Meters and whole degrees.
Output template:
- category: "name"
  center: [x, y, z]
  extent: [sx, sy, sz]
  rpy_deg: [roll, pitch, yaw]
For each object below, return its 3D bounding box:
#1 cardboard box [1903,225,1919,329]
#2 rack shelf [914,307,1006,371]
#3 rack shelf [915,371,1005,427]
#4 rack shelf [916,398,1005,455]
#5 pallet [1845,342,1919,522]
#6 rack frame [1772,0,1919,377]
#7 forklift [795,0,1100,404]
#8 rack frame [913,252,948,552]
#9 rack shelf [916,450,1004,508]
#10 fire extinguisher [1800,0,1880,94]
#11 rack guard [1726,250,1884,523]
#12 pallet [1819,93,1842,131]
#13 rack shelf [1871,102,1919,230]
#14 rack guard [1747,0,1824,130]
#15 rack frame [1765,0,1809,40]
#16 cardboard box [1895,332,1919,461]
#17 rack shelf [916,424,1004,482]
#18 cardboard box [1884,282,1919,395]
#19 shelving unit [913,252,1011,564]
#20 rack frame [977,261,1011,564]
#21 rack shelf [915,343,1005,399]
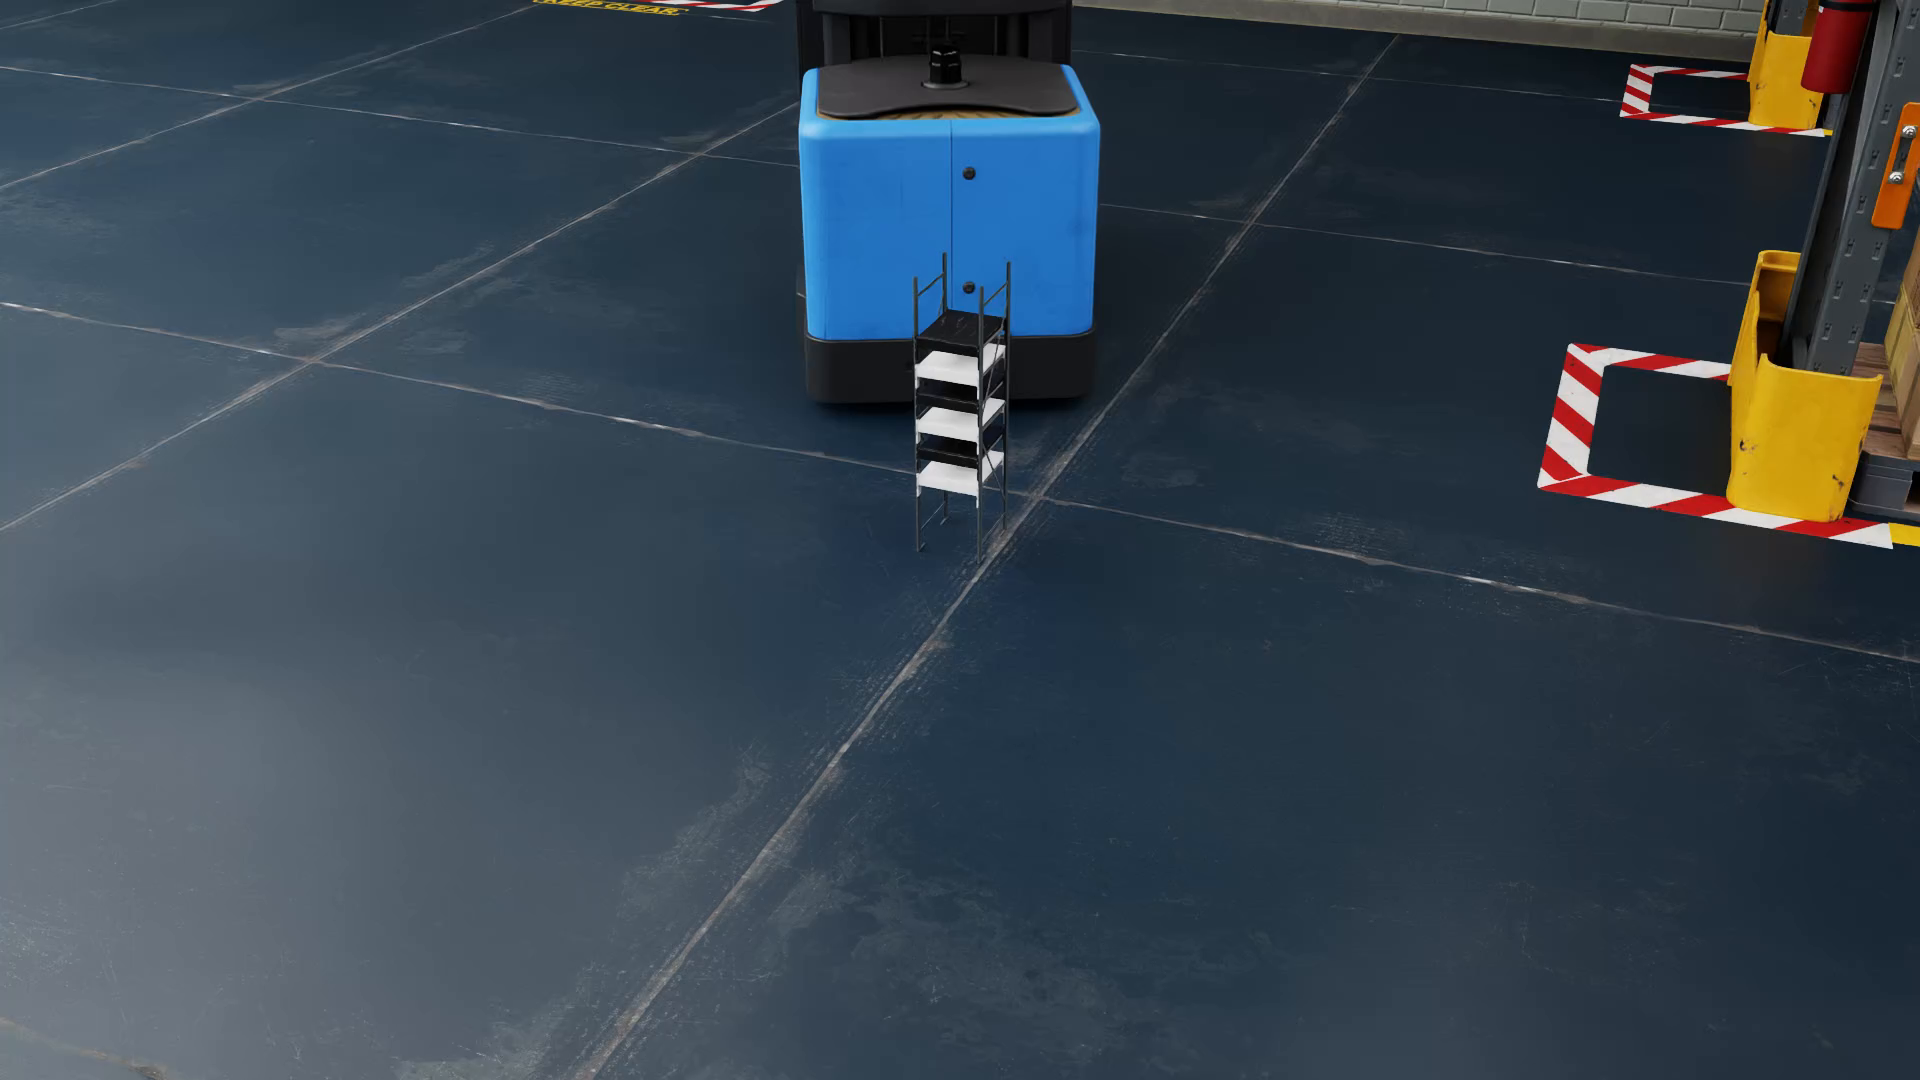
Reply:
- category: "cardboard box"
  center: [3.519, -0.993, 5.563]
  extent: [0.500, 0.500, 0.500]
  rpy_deg: [11, 31, 19]
- category: "rack shelf"
  center: [0.008, -0.596, 4.909]
  extent: [0.200, 0.077, 0.258]
  rpy_deg: [11, 31, 19]
- category: "rack shelf"
  center: [0.008, -0.440, 4.998]
  extent: [0.200, 0.077, 0.258]
  rpy_deg: [11, 31, 19]
- category: "rack shelf"
  center: [0.008, -0.361, 5.042]
  extent: [0.200, 0.077, 0.258]
  rpy_deg: [11, 31, 19]
- category: "pallet"
  center: [3.635, -0.308, 5.580]
  extent: [1.213, 0.211, 1.003]
  rpy_deg: [11, 31, 19]
- category: "rack frame"
  center: [2.910, -1.644, 5.110]
  extent: [0.127, 3.000, 1.000]
  rpy_deg: [11, 31, 19]
- category: "forklift"
  center: [-0.118, -2.458, 6.620]
  extent: [1.130, 2.935, 3.031]
  rpy_deg: [-2, 30, -3]
- category: "rack frame"
  center: [-0.087, -0.409, 5.059]
  extent: [0.006, 0.900, 0.240]
  rpy_deg: [11, 31, 19]
- category: "rack shelf"
  center: [0.008, -0.205, 5.131]
  extent: [0.200, 0.077, 0.258]
  rpy_deg: [11, 31, 19]
- category: "fire extinguisher"
  center: [2.976, -1.844, 5.543]
  extent: [0.183, 0.674, 0.296]
  rpy_deg: [11, 31, 19]
- category: "rack guard"
  center: [2.888, -0.560, 5.733]
  extent: [0.348, 0.500, 1.175]
  rpy_deg: [11, 31, 19]
- category: "pallet"
  center: [5.579, -2.509, 9.474]
  extent: [1.213, 0.211, 1.003]
  rpy_deg: [11, 31, 19]
- category: "rack shelf"
  center: [4.764, -0.961, 4.632]
  extent: [4.000, 0.370, 1.077]
  rpy_deg: [11, 31, 19]
- category: "rack guard"
  center: [4.840, -2.801, 9.698]
  extent: [0.348, 0.500, 1.175]
  rpy_deg: [11, 31, 19]
- category: "rack frame"
  center: [4.769, -3.903, 9.107]
  extent: [0.127, 3.000, 1.000]
  rpy_deg: [11, 31, 19]
- category: "cardboard box"
  center: [3.324, -0.429, 5.328]
  extent: [0.500, 0.250, 0.500]
  rpy_deg: [11, 31, 19]
- category: "rack shelf"
  center: [0.008, -0.283, 5.087]
  extent: [0.200, 0.077, 0.258]
  rpy_deg: [11, 31, 19]
- category: "cardboard box"
  center: [3.518, -0.665, 5.746]
  extent: [0.500, 0.250, 0.500]
  rpy_deg: [11, 31, 19]
- category: "shelving unit"
  center: [0.008, -0.390, 5.026]
  extent: [0.210, 0.900, 0.258]
  rpy_deg: [11, 31, 19]
- category: "rack frame"
  center: [0.102, -0.371, 4.993]
  extent: [0.006, 0.900, 0.240]
  rpy_deg: [11, 31, 19]
- category: "rack shelf"
  center: [0.008, -0.518, 4.954]
  extent: [0.200, 0.077, 0.258]
  rpy_deg: [11, 31, 19]
